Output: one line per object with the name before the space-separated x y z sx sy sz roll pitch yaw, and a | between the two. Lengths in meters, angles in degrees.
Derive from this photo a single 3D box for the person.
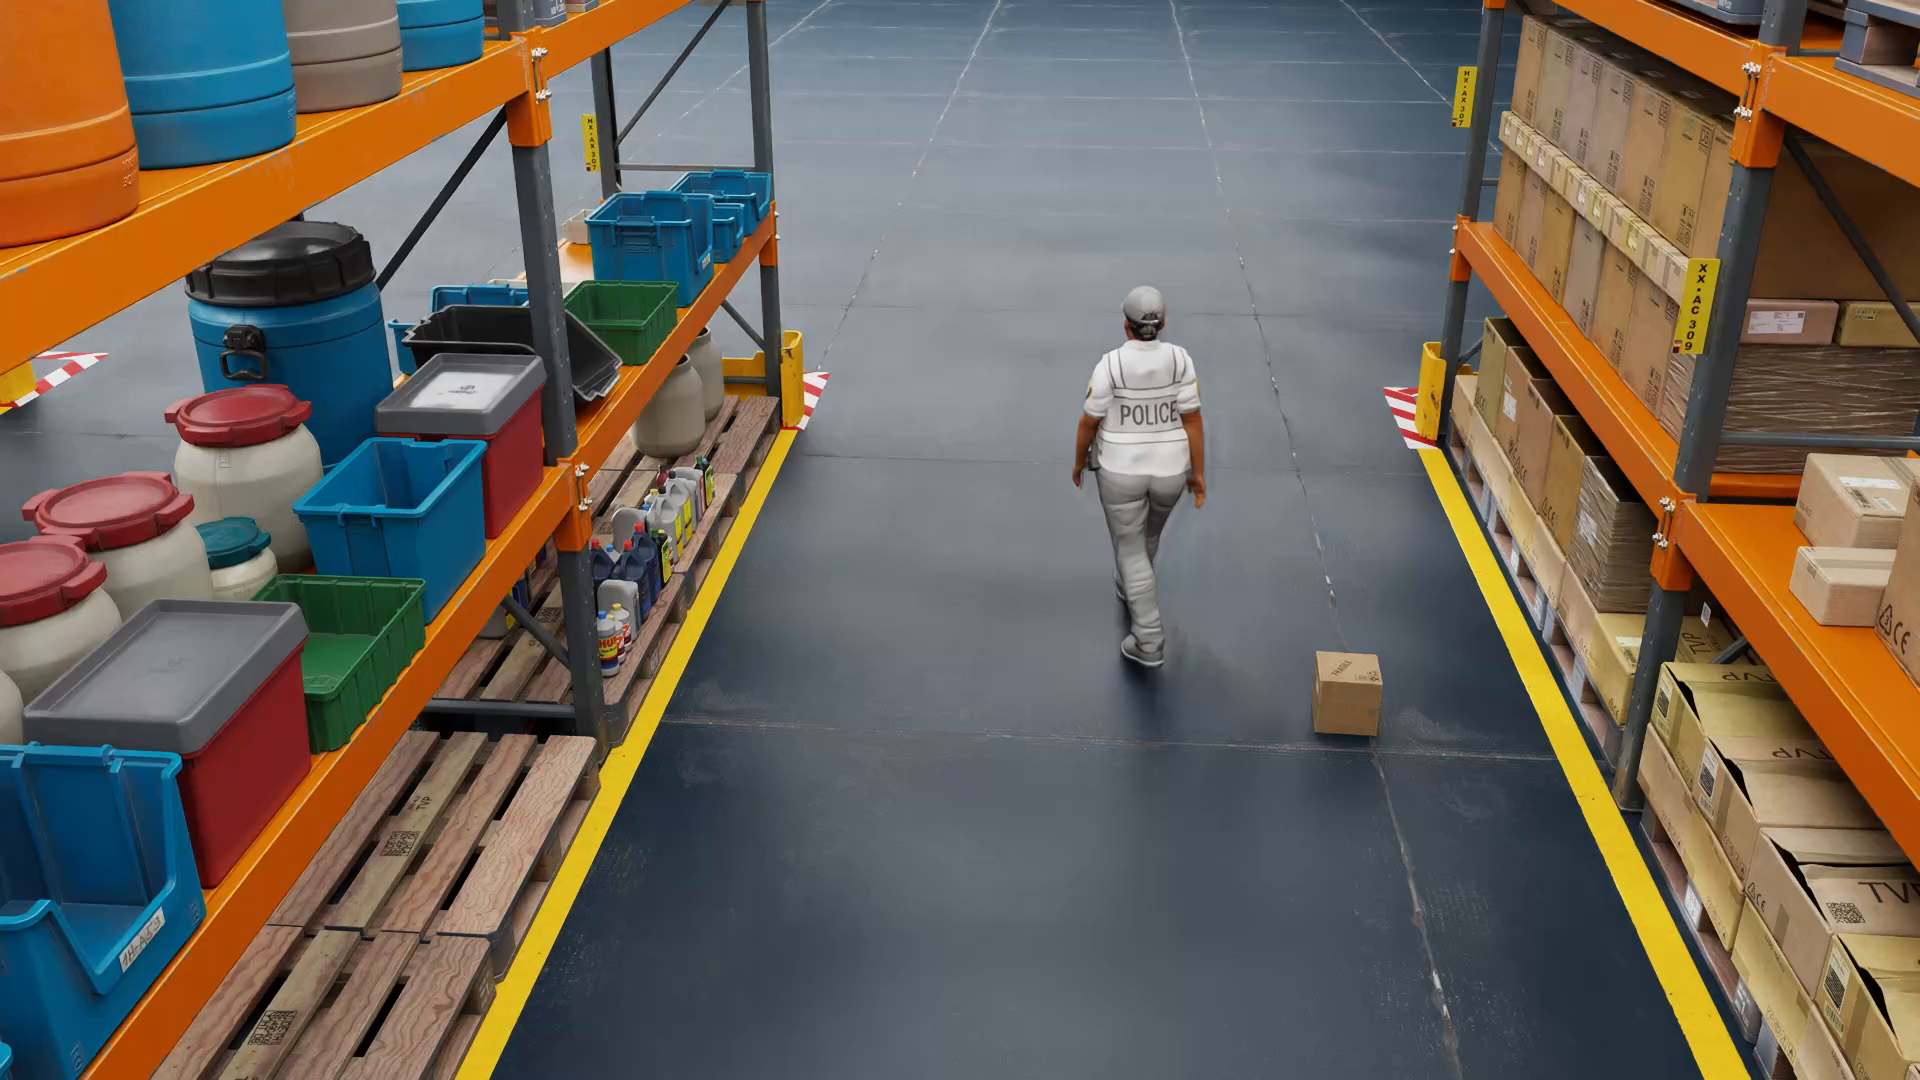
person | 0.769 -0.342 7.326 0.520 1.600 0.983 -7 26 -15
